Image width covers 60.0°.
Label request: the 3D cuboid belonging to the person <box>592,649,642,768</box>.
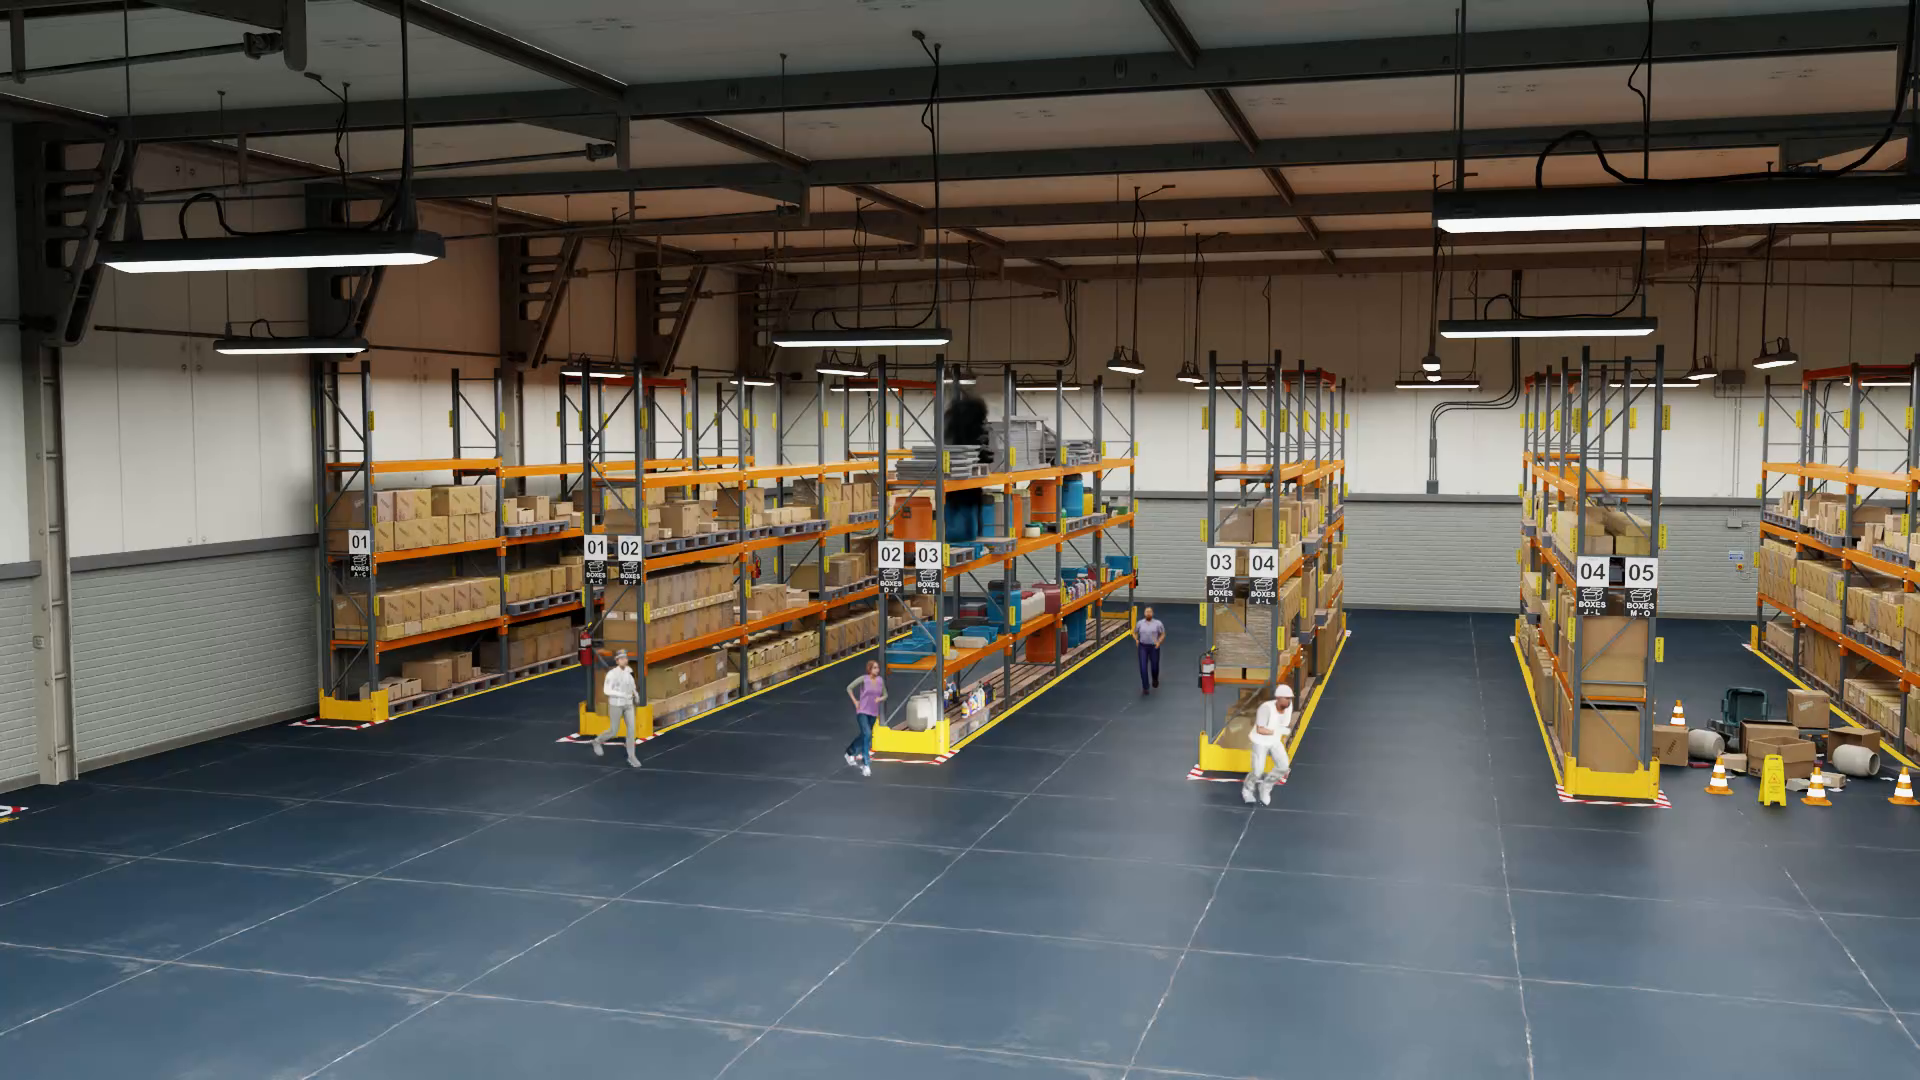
[{"bbox_3d":[-4.972,2.427,24.294,0.922,1.711,0.625,4,6,43],"label":"person"}]

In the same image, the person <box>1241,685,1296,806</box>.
[{"bbox_3d":[4.034,2.643,21.512,0.713,1.621,0.953,-3,5,-32],"label":"person"}]

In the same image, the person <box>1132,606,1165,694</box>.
[{"bbox_3d":[3.470,2.018,30.619,0.605,1.593,0.578,1,4,10],"label":"person"}]

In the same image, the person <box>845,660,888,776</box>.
[{"bbox_3d":[-1.328,2.527,23.839,0.537,1.615,0.749,-3,5,-37],"label":"person"}]
